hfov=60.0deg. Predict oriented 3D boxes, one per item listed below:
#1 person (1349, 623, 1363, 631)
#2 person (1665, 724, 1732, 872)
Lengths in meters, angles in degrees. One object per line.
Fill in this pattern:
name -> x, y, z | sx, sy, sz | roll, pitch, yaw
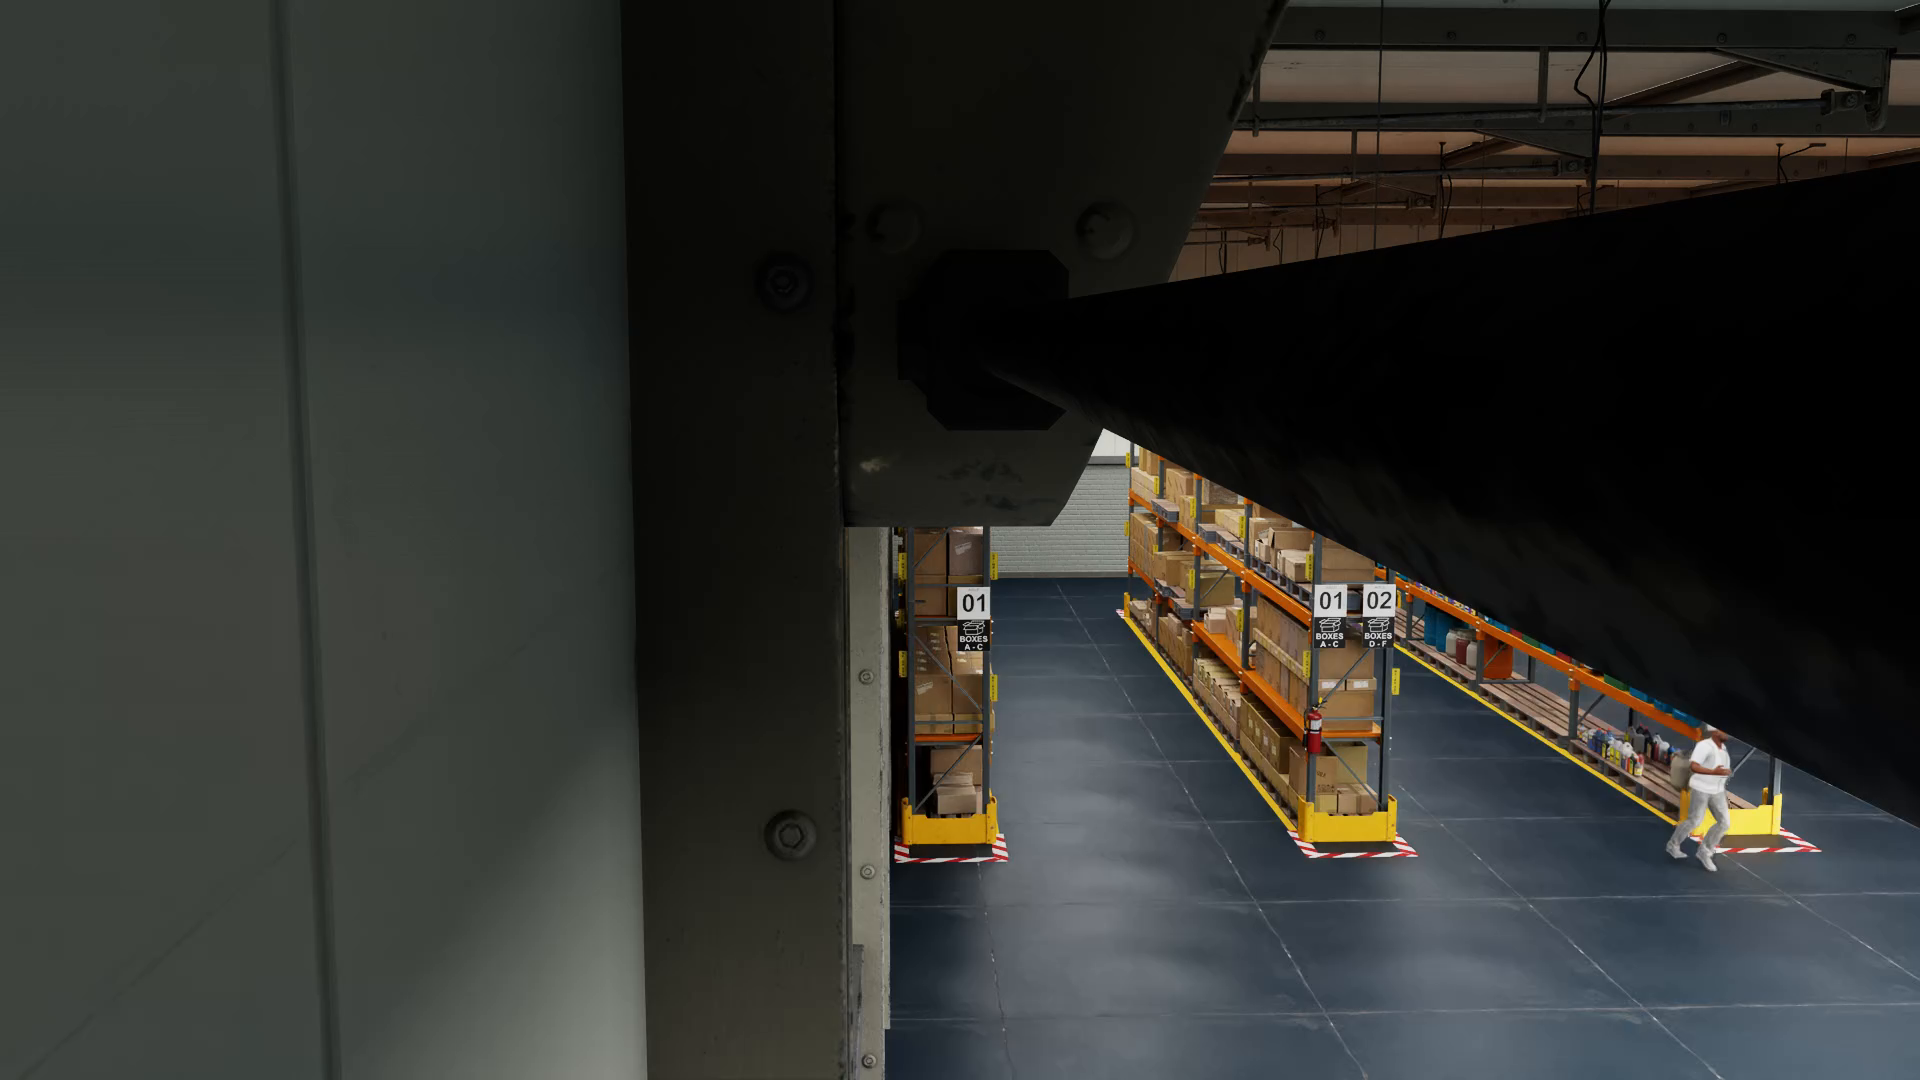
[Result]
person -> 6.985, 1.780, 29.540 | 0.551, 1.609, 0.821 | -1, 7, -8
person -> 8.843, 2.975, 19.626 | 0.703, 1.778, 0.707 | -4, 8, -28
